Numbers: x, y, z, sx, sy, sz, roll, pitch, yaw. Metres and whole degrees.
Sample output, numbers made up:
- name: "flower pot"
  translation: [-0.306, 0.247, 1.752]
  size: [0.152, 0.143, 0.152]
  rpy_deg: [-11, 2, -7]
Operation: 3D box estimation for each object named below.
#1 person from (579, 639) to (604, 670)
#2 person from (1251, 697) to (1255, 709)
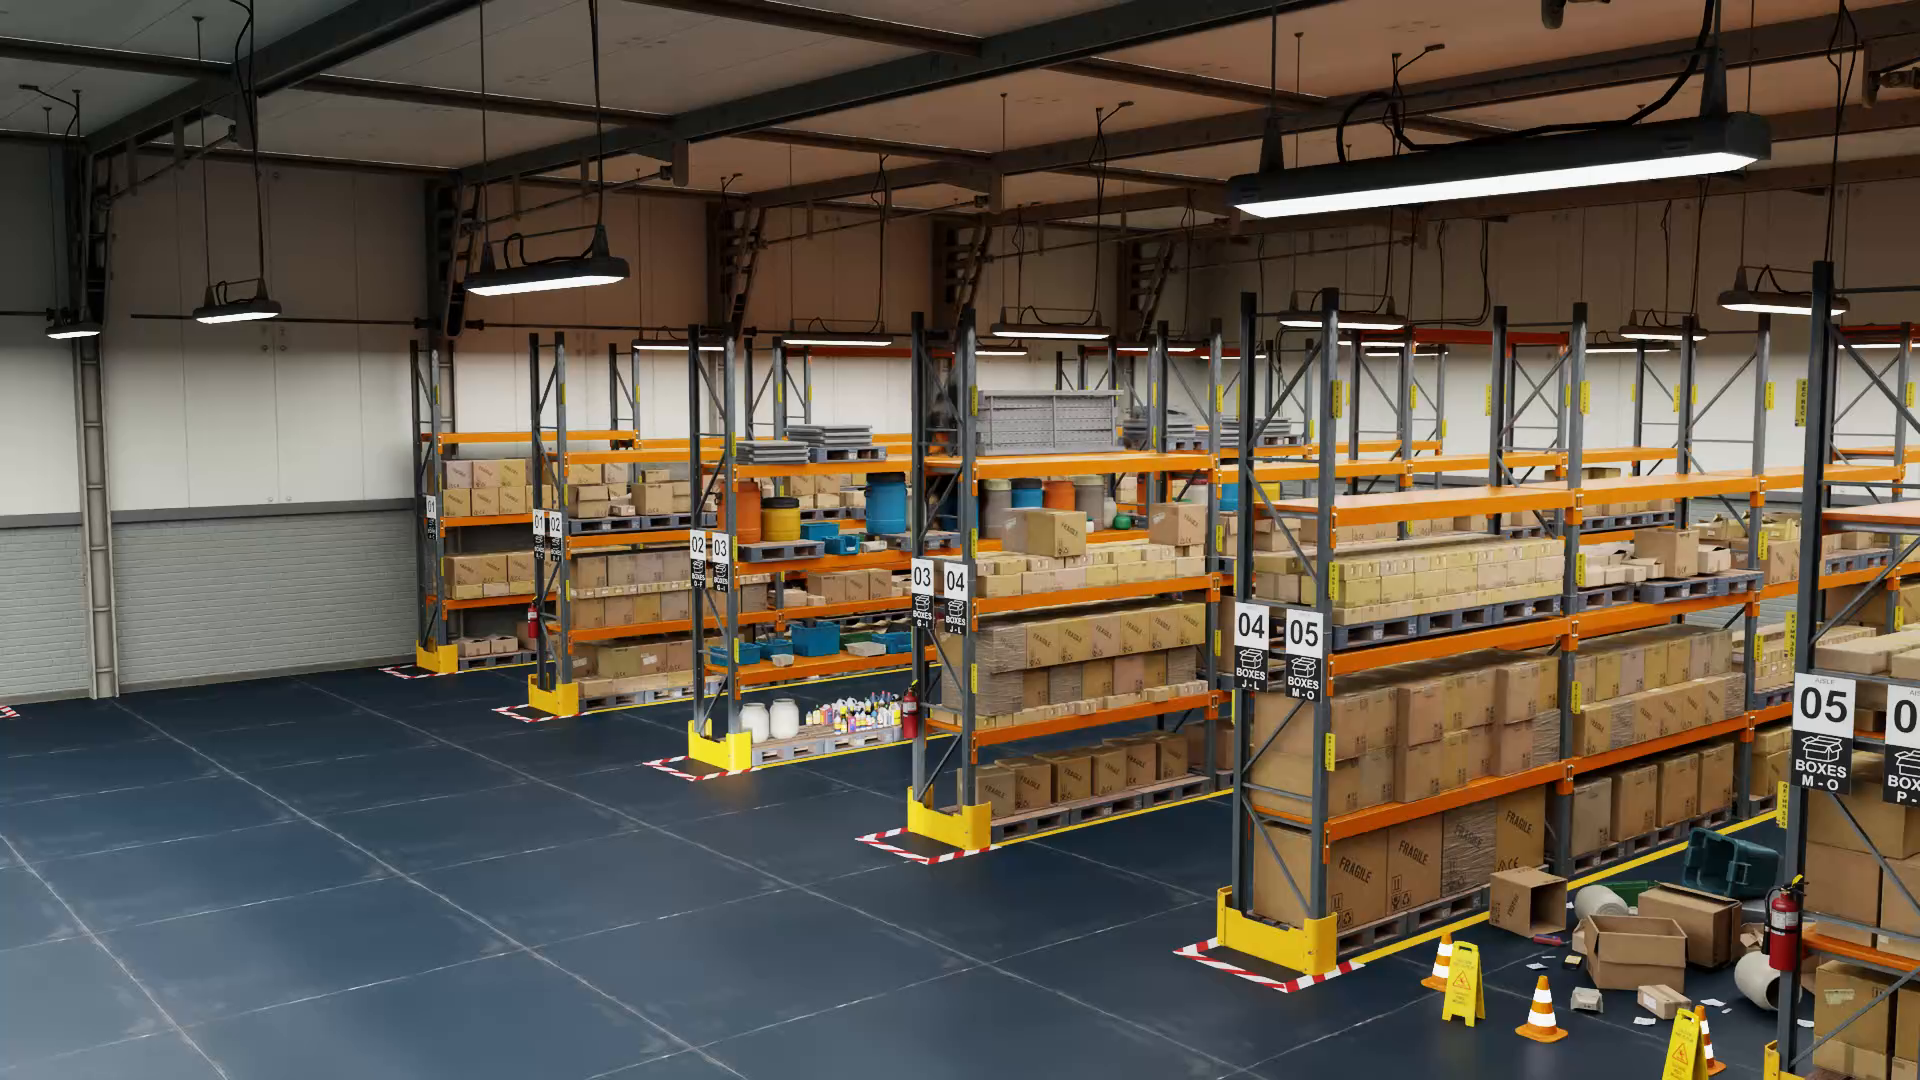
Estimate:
- name: "person"
  translation: [-6.463, 1.661, 29.101]
  size: [0.651, 1.615, 0.602]
  rpy_deg: [4, 6, 35]
- name: "person"
  translation: [4.615, 1.852, 25.124]
  size: [0.672, 1.804, 0.741]
  rpy_deg: [5, 7, 43]
